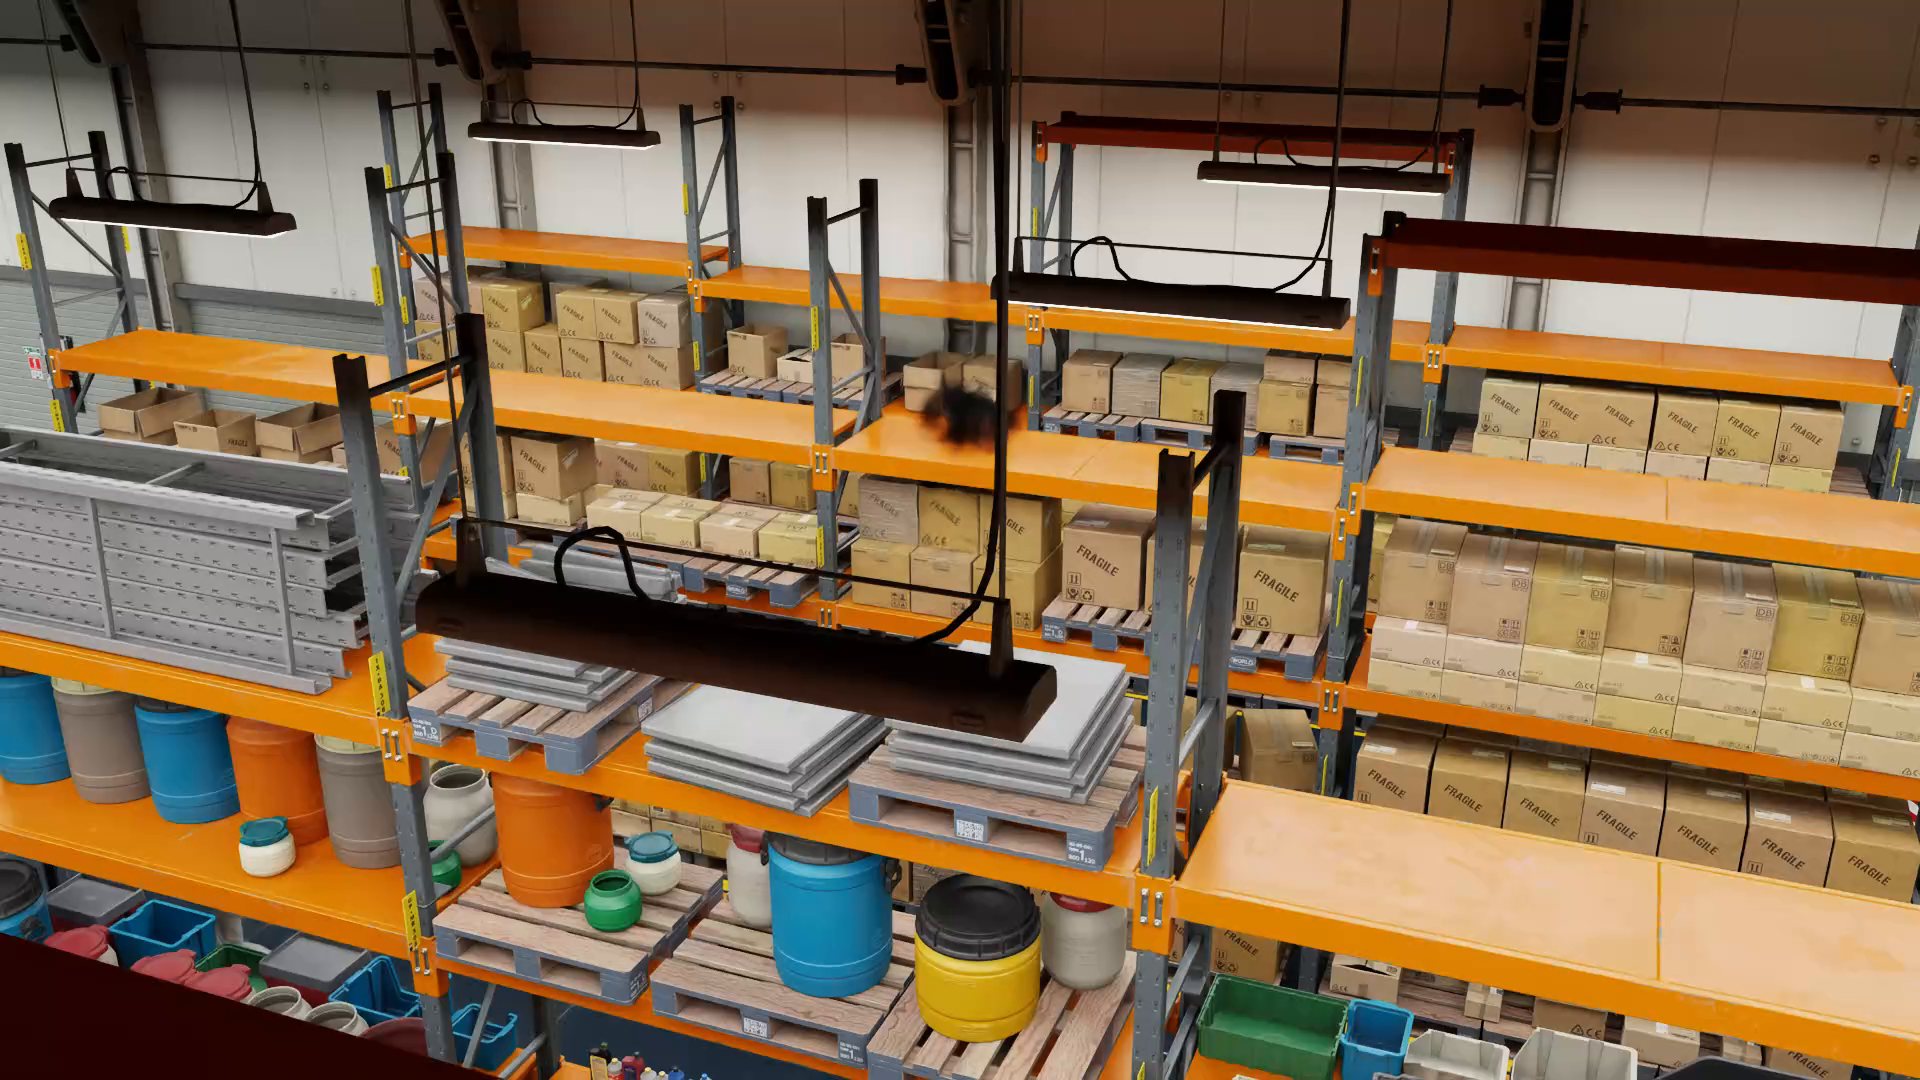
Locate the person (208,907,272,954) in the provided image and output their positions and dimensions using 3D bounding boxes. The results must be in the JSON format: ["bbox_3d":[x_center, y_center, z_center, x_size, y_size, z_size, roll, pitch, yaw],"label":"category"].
[{"bbox_3d":[-5.600,2.775,12.778,1.094,1.702,0.584,7,22,17],"label":"person"}]
